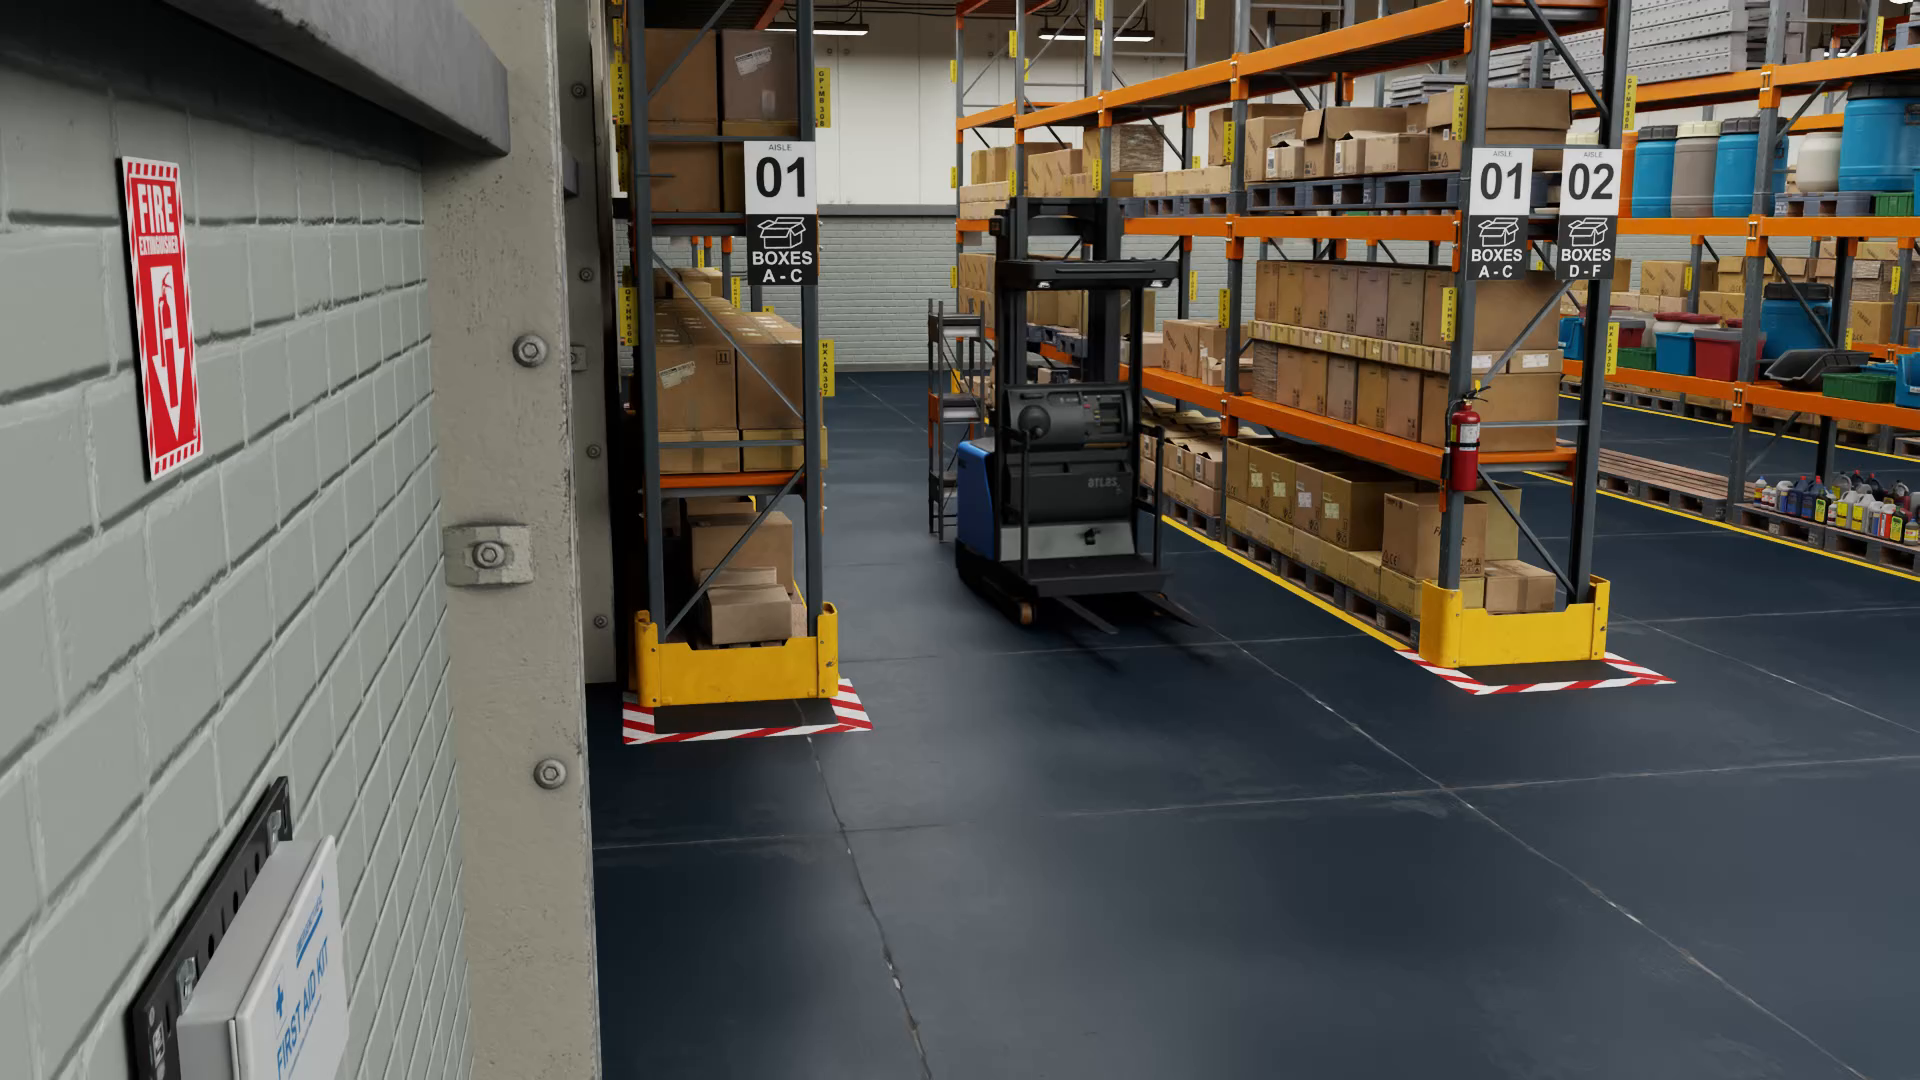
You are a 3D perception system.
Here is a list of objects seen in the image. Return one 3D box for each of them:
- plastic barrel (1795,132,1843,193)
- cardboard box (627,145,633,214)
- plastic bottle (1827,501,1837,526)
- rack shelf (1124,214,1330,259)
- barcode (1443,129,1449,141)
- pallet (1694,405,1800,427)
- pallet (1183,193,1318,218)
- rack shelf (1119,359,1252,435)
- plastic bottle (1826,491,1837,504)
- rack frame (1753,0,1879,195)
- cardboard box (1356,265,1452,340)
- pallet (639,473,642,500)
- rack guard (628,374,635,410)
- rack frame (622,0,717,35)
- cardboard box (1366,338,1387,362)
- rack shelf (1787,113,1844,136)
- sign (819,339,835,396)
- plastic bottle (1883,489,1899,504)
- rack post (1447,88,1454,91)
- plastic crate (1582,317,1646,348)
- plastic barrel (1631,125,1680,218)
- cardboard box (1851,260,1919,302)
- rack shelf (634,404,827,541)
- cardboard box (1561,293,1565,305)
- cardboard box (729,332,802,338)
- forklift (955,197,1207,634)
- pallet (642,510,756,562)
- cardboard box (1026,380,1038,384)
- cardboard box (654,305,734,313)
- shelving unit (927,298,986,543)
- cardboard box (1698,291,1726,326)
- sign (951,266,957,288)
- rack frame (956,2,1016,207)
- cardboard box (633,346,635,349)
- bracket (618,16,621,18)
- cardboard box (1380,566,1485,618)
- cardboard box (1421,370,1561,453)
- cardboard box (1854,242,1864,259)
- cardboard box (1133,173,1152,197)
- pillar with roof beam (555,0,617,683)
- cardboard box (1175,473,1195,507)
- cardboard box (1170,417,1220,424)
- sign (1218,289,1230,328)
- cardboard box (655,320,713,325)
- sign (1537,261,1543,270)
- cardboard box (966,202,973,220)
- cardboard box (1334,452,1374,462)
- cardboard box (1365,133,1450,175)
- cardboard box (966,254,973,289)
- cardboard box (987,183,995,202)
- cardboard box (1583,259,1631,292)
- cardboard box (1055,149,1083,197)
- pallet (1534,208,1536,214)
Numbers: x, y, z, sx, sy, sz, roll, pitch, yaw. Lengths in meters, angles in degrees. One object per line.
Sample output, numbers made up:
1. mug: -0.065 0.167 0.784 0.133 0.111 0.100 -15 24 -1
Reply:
1. plastic barrel: 7.527 -3.285 14.491 0.421 0.512 0.421 0 11 0
2. cardboard box: -1.842 -2.327 10.557 0.500 0.500 0.500 -3 11 -14
3. plastic bottle: 7.455 -0.228 14.178 0.097 0.201 0.097 0 11 0
4. rack shelf: 2.388 -2.944 16.045 1.077 0.370 4.000 -2 11 -11
5. barcode: 3.023 -2.520 10.340 0.001 0.075 0.075 -2 11 -11
6. pallet: 11.162 -1.776 23.460 1.003 0.211 1.213 -2 11 -11
7. pallet: 2.592 -2.998 14.916 0.805 0.209 1.217 -3 11 -13
8. rack shelf: 2.388 -1.471 16.325 1.077 0.370 4.000 -2 11 -11
9. plastic bottle: 7.488 -0.289 14.314 0.097 0.271 0.097 0 11 0
10. rack frame: 7.636 -4.584 14.713 1.000 3.000 0.127 -2 11 -11
11. cardboard box: 3.260 -1.695 11.840 0.700 0.500 0.500 -2 11 -11
12. pallet: -2.709 -0.497 16.743 1.003 0.211 1.213 -2 11 -11
13. rack guard: -4.420 -2.254 25.201 1.175 0.500 0.348 -2 11 -11
14. rack frame: -2.860 -4.957 16.674 1.000 3.000 0.127 -2 11 -11
15. cardboard box: 3.093 -1.344 11.732 0.380 0.149 0.250 -2 11 -9
16. rack shelf: 11.327 -5.315 21.545 1.077 0.370 4.000 -2 11 -11
17. sign: -0.772 -0.988 9.549 0.100 0.325 0.005 -2 11 -11
18. plastic bottle: 8.049 -0.308 14.380 0.061 0.283 0.133 -2 11 -11
19. rack post: 6.599 -5.439 20.542 0.937 0.300 0.954 -1 11 -5
20. plastic crate: 6.872 -2.094 17.506 0.402 0.464 0.583 -2 11 -11
21. plastic barrel: 7.070 -3.682 16.655 0.600 0.901 0.708 -2 11 -11
22. cardboard box: 11.590 -3.227 20.679 0.797 0.503 0.637 -2 11 -9
23. rack shelf: -1.693 -0.556 11.521 1.077 0.370 4.000 -2 11 -11
24. cardboard box: 9.989 -3.992 27.255 0.500 0.250 0.500 -2 11 -13
25. cardboard box: -1.188 -1.037 10.464 0.500 0.500 0.500 -2 11 -11
26. forklift: 0.850 -0.925 11.717 1.130 2.935 3.031 -3 11 -15
27. pallet: -2.235 -0.049 14.391 1.003 0.211 1.213 -2 11 -11
28. cardboard box: 1.076 -1.815 21.720 0.500 0.500 0.500 -3 11 -14
29. cardboard box: -2.408 -1.859 14.996 0.700 0.500 0.500 -1 11 -3
30. shelving unit: -0.032 -1.062 14.660 0.431 2.100 0.503 -2 11 -11
31. cardboard box: 10.783 -3.240 23.428 0.500 0.500 0.500 -2 11 -11
32. sign: -0.090 -4.064 25.709 0.100 0.325 0.005 -2 11 -11
33. rack frame: 0.443 -6.605 25.333 1.000 3.000 0.127 -2 11 -11
34. cardboard box: -3.210 -2.292 17.601 0.500 0.500 0.500 -2 11 -11
35. bracket: -5.868 -9.072 28.665 0.076 0.066 3.189 -2 11 -11
36. cardboard box: 3.160 0.333 11.155 0.500 0.250 0.500 -2 11 -11
37. cardboard box: 3.476 -0.859 10.919 0.700 0.500 0.500 -2 11 -11
38. cardboard box: 14.977 -4.682 27.535 0.500 0.500 0.500 -2 11 -9
39. cardboard box: 2.142 -3.716 17.453 0.500 0.250 0.500 -3 11 -15
40. pillar with roof beam: 1.934 -3.743 10.297 9.100 9.000 0.400 -2 11 -11
41. cardboard box: 2.315 -0.471 15.381 0.500 0.250 0.500 -2 11 -12
42. cardboard box: 2.449 -1.140 17.393 0.500 0.311 0.500 -2 11 -12
43. sign: 2.246 -1.966 14.117 0.100 0.325 0.005 -2 11 -11
44. cardboard box: -2.007 -1.301 11.850 0.500 0.500 0.500 -2 11 -9
45. sign: 9.615 -4.463 27.595 0.100 0.325 0.005 -2 11 -11
46. cardboard box: 0.378 -4.862 24.600 0.500 0.250 0.500 -2 11 -11
47. cardboard box: 3.268 -0.420 13.108 0.500 0.500 0.500 -2 11 -11
48. cardboard box: 3.072 -2.600 11.217 0.500 0.250 0.500 -2 11 -11
49. cardboard box: 0.379 -4.012 24.811 0.500 0.500 0.500 -2 11 -10
50. cardboard box: 0.671 -4.833 23.108 0.500 0.250 0.500 -2 11 -11
51. cardboard box: 10.193 -4.174 26.205 0.500 0.500 0.500 -2 11 -13
52. cardboard box: 1.508 -4.363 19.917 0.600 0.600 0.600 -3 11 -13
53. pallet: 6.805 -3.895 19.621 1.003 0.211 1.213 -2 11 -11
